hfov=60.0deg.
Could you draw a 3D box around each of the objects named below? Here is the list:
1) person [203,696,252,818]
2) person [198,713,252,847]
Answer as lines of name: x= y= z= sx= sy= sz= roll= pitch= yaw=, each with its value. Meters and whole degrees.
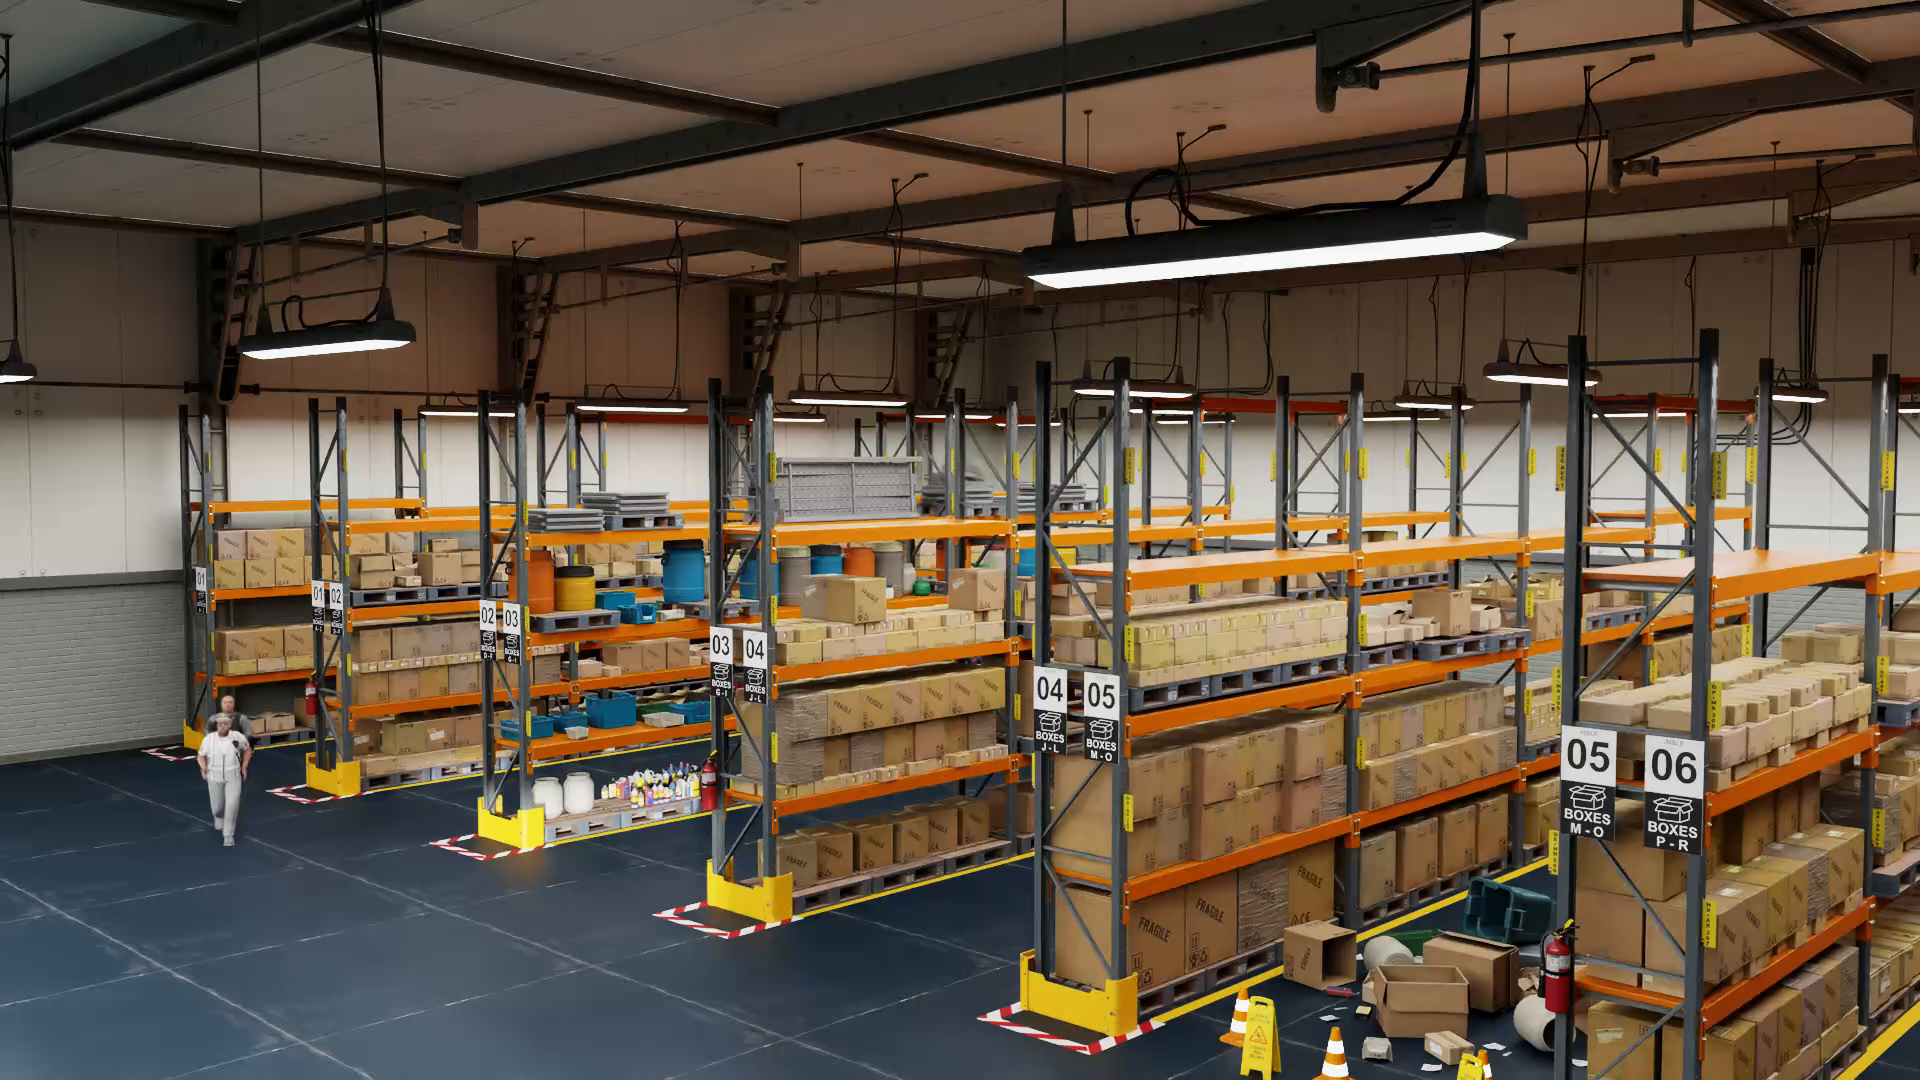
person: x=-10.272 y=3.066 z=23.344 sx=0.632 sy=1.773 sz=0.806 roll=-1 pitch=3 yaw=-23
person: x=-9.759 y=3.137 z=22.087 sx=0.656 sy=1.746 sz=0.831 roll=-1 pitch=3 yaw=-23
